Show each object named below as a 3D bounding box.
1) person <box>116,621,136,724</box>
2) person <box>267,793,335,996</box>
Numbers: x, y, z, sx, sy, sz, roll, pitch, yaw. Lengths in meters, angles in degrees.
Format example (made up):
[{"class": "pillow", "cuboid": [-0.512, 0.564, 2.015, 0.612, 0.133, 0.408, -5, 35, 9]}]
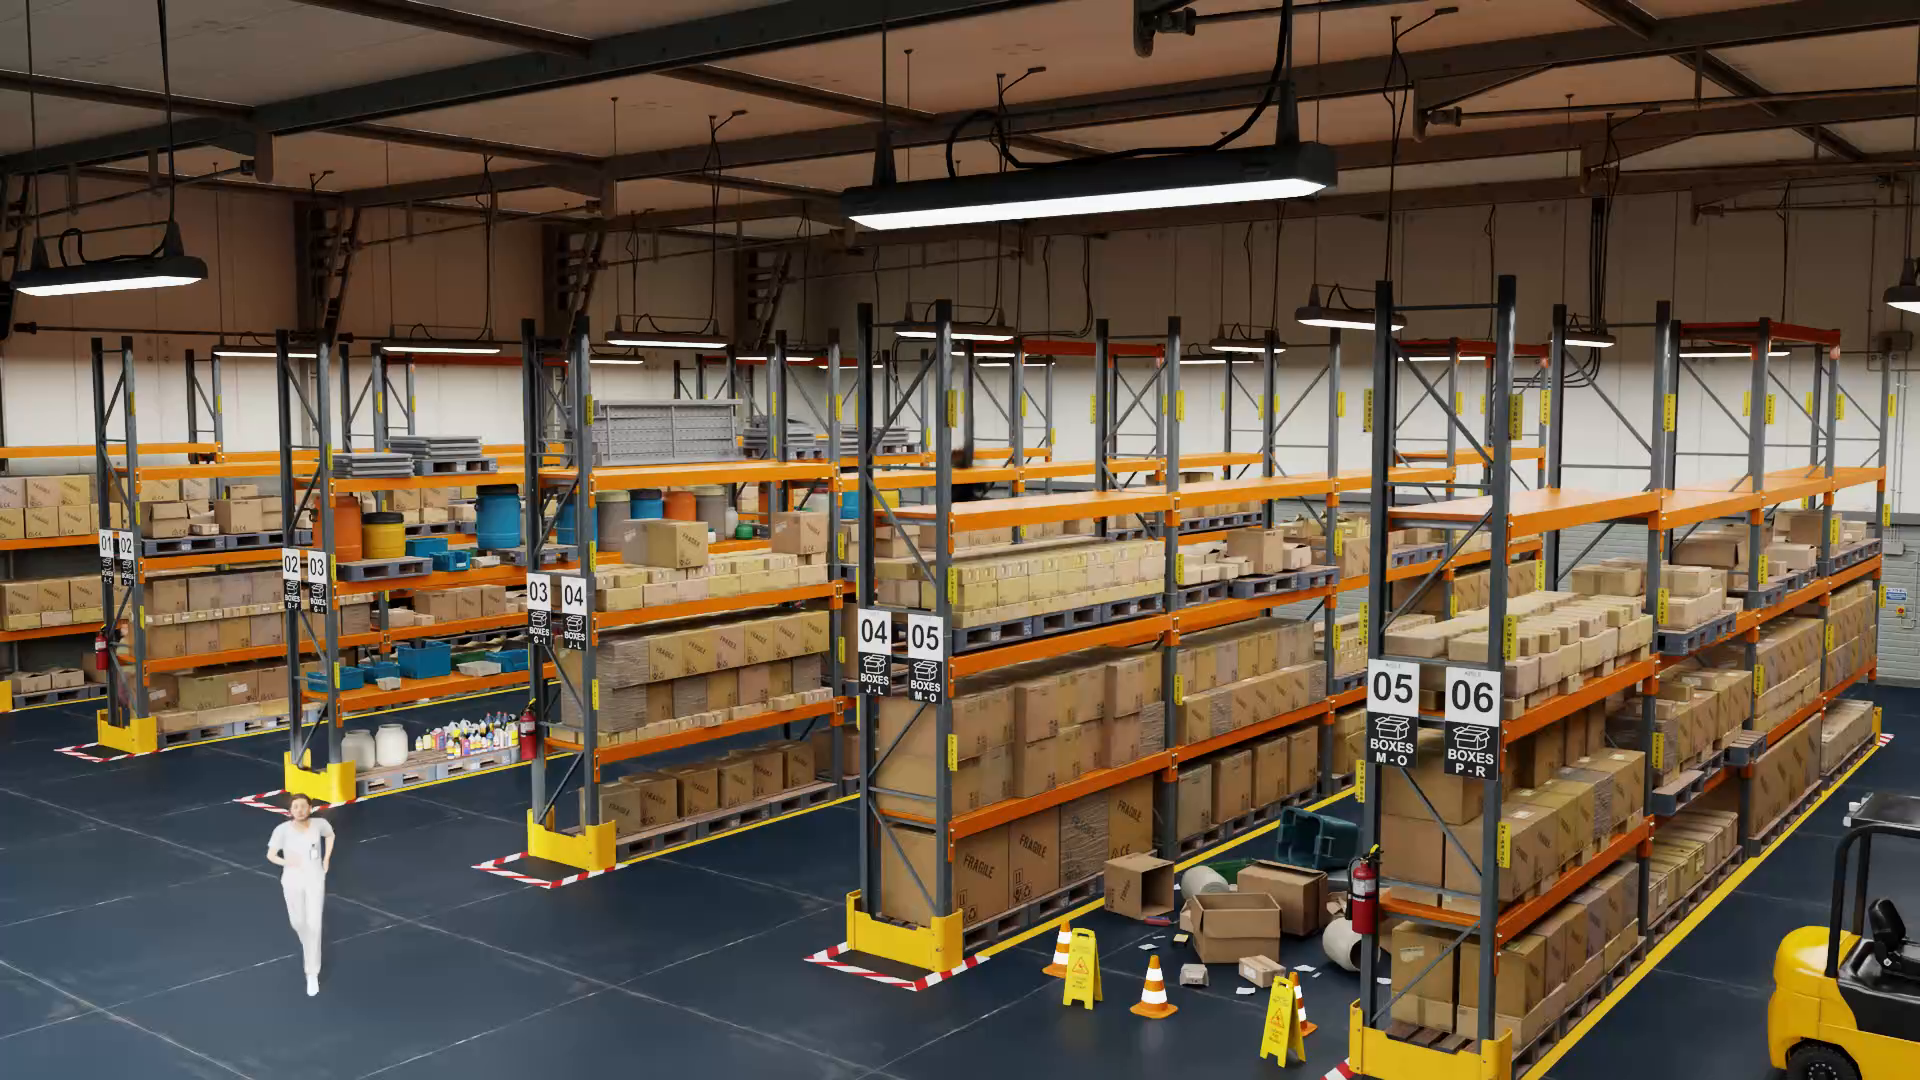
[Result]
[{"class": "person", "cuboid": [-12.990, 2.081, 25.949, 0.558, 1.634, 0.592, 2, 6, 27]}, {"class": "person", "cuboid": [-5.829, 3.064, 14.732, 0.534, 1.709, 1.009, -1, 5, -14]}]
